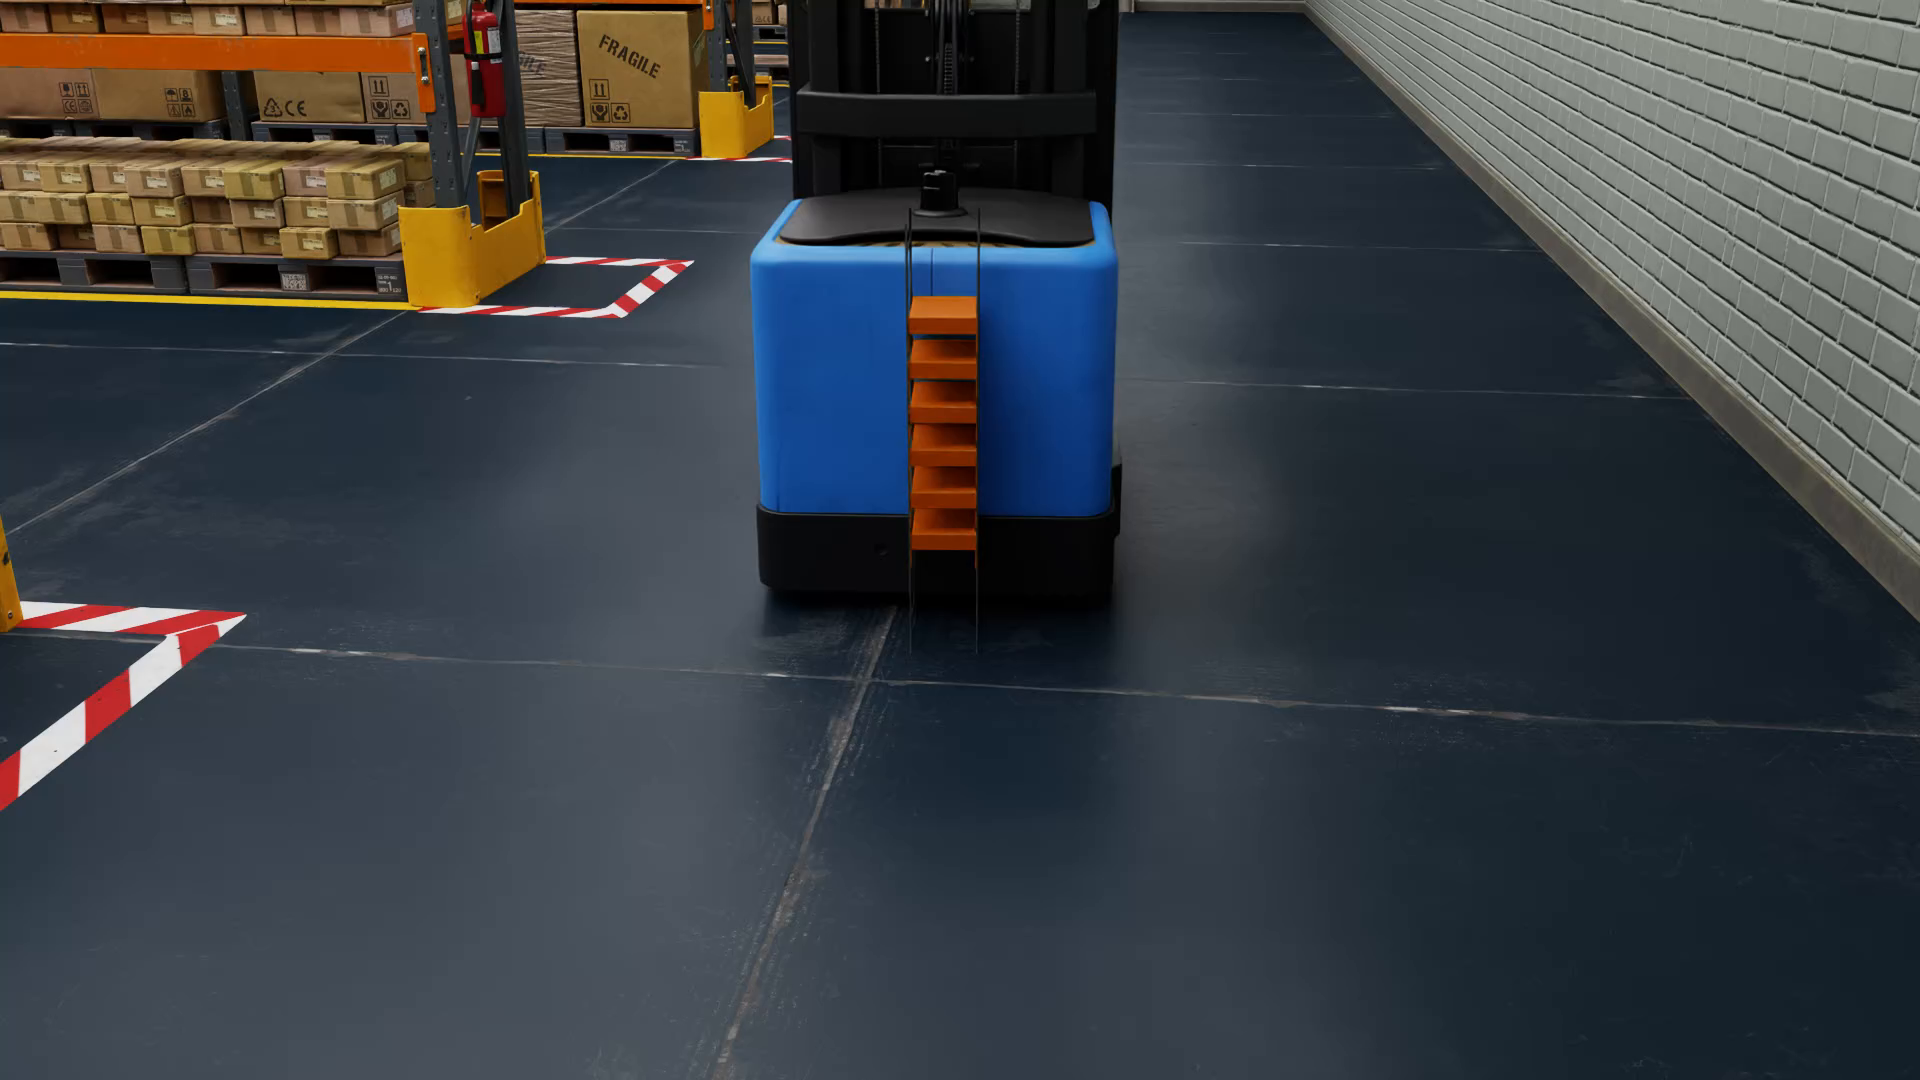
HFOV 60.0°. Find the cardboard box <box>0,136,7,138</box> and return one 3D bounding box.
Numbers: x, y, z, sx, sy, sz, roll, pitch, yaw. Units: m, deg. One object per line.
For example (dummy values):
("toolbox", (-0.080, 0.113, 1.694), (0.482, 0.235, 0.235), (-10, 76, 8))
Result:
("cardboard box", (-5.584, -2.176, 9.361), (0.250, 0.149, 0.380), (2, 22, 6))

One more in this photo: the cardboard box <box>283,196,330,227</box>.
("cardboard box", (-3.313, -1.739, 8.661), (0.250, 0.149, 0.380), (2, 22, 5))

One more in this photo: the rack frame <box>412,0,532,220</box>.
("rack frame", (-2.502, -2.782, 8.396), (0.127, 3.000, 1.000), (2, 22, 6))

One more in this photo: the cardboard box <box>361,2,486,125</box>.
("cardboard box", (-4.250, -3.872, 13.472), (0.875, 0.875, 0.875), (2, 22, 6))

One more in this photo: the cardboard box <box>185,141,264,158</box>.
("cardboard box", (-4.035, -2.096, 9.159), (0.250, 0.149, 0.380), (3, 22, 8))

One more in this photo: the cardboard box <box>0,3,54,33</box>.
("cardboard box", (-4.646, -2.672, 8.461), (0.250, 0.149, 0.380), (3, 22, 8))

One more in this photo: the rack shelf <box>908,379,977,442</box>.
("rack shelf", (-0.043, -0.352, 4.492), (0.180, 0.103, 0.258), (0, 22, 1))

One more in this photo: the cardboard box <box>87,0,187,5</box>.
("cardboard box", (-3.994, -2.935, 8.242), (0.500, 0.500, 0.500), (3, 22, 6))

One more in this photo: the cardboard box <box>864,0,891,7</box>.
("cardboard box", (-1.217, -7.181, 22.324), (0.500, 0.500, 0.500), (2, 22, 6))

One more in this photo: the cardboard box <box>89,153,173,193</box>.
("cardboard box", (-4.344, -1.932, 8.745), (0.250, 0.149, 0.380), (2, 22, 4))

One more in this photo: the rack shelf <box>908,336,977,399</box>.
("rack shelf", (-0.043, -0.463, 4.447), (0.180, 0.103, 0.258), (0, 22, 1))

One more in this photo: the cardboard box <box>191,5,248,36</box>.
("cardboard box", (-3.608, -2.608, 8.299), (0.250, 0.149, 0.380), (3, 22, 8))

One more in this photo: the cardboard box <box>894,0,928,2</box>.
("cardboard box", (-0.776, -9.040, 27.055), (0.500, 0.500, 0.700), (2, 22, 6))

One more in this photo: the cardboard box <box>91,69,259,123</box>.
("cardboard box", (-6.428, -3.989, 13.768), (0.875, 0.875, 1.225), (3, 22, 6))

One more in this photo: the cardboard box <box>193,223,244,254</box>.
("cardboard box", (-3.815, -1.621, 8.766), (0.250, 0.149, 0.380), (3, 22, 7))

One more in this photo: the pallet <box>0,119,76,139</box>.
("pallet", (-7.780, -3.522, 14.062), (1.213, 0.211, 1.003), (2, 22, 6))

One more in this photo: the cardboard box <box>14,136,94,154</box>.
("cardboard box", (-5.055, -2.158, 9.316), (0.250, 0.149, 0.380), (1, 22, 4))

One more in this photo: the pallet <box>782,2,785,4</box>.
("pallet", (-3.295, -8.828, 27.484), (1.213, 0.211, 1.003), (2, 22, 6))

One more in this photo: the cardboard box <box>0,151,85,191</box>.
("cardboard box", (-4.848, -1.958, 8.811), (0.250, 0.149, 0.380), (2, 22, 4))

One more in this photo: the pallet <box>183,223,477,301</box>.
("pallet", (-3.380, -1.536, 9.039), (1.213, 0.211, 1.003), (2, 22, 6))

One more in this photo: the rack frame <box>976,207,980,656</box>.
("rack frame", (0.049, -0.281, 4.518), (0.006, 1.200, 0.240), (0, 22, 1))

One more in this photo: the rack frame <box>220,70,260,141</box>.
("rack frame", (-5.790, -4.761, 13.403), (0.127, 3.000, 1.000), (2, 22, 6))

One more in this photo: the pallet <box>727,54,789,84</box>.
("pallet", (-2.049, -5.150, 18.178), (1.213, 0.211, 1.003), (2, 22, 6))

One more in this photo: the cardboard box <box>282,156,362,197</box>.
("cardboard box", (-3.300, -1.890, 8.638), (0.250, 0.149, 0.380), (3, 22, 7))

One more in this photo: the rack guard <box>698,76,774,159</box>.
("rack guard", (-1.794, -3.425, 13.422), (0.348, 0.500, 1.175), (2, 22, 6))

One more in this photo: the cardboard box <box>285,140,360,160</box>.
("cardboard box", (-3.505, -2.100, 9.170), (0.250, 0.149, 0.380), (2, 22, 6))

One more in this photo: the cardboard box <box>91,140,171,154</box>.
("cardboard box", (-4.552, -2.100, 9.170), (0.250, 0.149, 0.380), (3, 22, 6))

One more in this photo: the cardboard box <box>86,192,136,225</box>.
("cardboard box", (-4.344, -1.766, 8.728), (0.250, 0.149, 0.380), (4, 22, 9))

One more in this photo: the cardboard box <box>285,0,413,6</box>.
("cardboard box", (-2.978, -2.892, 8.134), (0.500, 0.500, 0.500), (3, 22, 7))

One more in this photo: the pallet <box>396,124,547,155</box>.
("pallet", (-3.829, -3.351, 13.629), (1.213, 0.211, 1.003), (2, 22, 6))

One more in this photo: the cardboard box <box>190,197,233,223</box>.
("cardboard box", (-3.831, -1.779, 8.762), (0.250, 0.149, 0.380), (2, 22, 6))

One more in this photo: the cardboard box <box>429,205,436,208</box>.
("cardboard box", (-2.984, -1.791, 9.196), (0.250, 0.149, 0.380), (3, 22, 7))

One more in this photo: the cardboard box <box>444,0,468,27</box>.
("cardboard box", (-2.785, -2.799, 8.780), (0.250, 0.149, 0.380), (2, 22, 6))

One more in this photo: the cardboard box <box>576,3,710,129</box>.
("cardboard box", (-2.463, -3.794, 13.275), (0.875, 0.875, 0.875), (2, 22, 6))

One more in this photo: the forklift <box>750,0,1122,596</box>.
("forklift", (-0.013, -1.696, 5.744), (1.130, 2.935, 3.031), (1, 22, 2))

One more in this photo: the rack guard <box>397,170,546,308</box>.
("rack guard", (-2.577, -1.623, 8.864), (0.348, 0.500, 1.175), (2, 22, 6))

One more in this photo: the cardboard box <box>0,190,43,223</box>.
("cardboard box", (-4.862, -1.787, 8.783), (0.250, 0.149, 0.380), (2, 22, 6))

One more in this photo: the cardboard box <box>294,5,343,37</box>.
("cardboard box", (-3.101, -2.600, 8.279), (0.250, 0.149, 0.380), (2, 22, 6))

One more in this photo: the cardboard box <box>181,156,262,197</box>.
("cardboard box", (-3.822, -1.889, 8.636), (0.250, 0.149, 0.380), (2, 22, 4))

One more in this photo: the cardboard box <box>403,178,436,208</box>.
("cardboard box", (-2.992, -1.906, 9.083), (0.250, 0.149, 0.380), (3, 22, 9))

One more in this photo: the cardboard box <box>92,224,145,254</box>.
("cardboard box", (-4.345, -1.628, 8.785), (0.250, 0.149, 0.380), (3, 22, 7))

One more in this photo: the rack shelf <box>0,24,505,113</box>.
("rack shelf", (-4.488, -2.534, 8.747), (4.000, 0.370, 1.077), (2, 22, 6))

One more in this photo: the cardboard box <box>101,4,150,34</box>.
("cardboard box", (-4.128, -2.664, 8.439), (0.250, 0.149, 0.380), (2, 22, 4))

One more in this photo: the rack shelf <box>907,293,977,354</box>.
("rack shelf", (-0.043, -0.575, 4.403), (0.180, 0.103, 0.258), (0, 22, 1))

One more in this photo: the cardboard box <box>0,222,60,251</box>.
("cardboard box", (-4.857, -1.650, 8.840), (0.250, 0.149, 0.380), (2, 22, 5))

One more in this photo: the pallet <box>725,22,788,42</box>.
("pallet", (-2.724, -6.999, 22.857), (1.213, 0.211, 1.003), (2, 22, 6))

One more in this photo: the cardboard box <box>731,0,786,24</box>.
("cardboard box", (-2.754, -7.342, 22.729), (0.637, 0.503, 0.797), (2, 22, 6))

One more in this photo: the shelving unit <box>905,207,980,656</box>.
("shelving unit", (-0.043, -0.281, 4.519), (0.189, 1.200, 0.258), (0, 22, 1))

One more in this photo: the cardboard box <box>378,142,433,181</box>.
("cardboard box", (-2.982, -2.075, 9.105), (0.250, 0.149, 0.380), (2, 22, 4))

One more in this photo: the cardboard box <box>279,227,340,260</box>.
("cardboard box", (-3.316, -1.572, 8.643), (0.250, 0.149, 0.380), (3, 22, 8))
